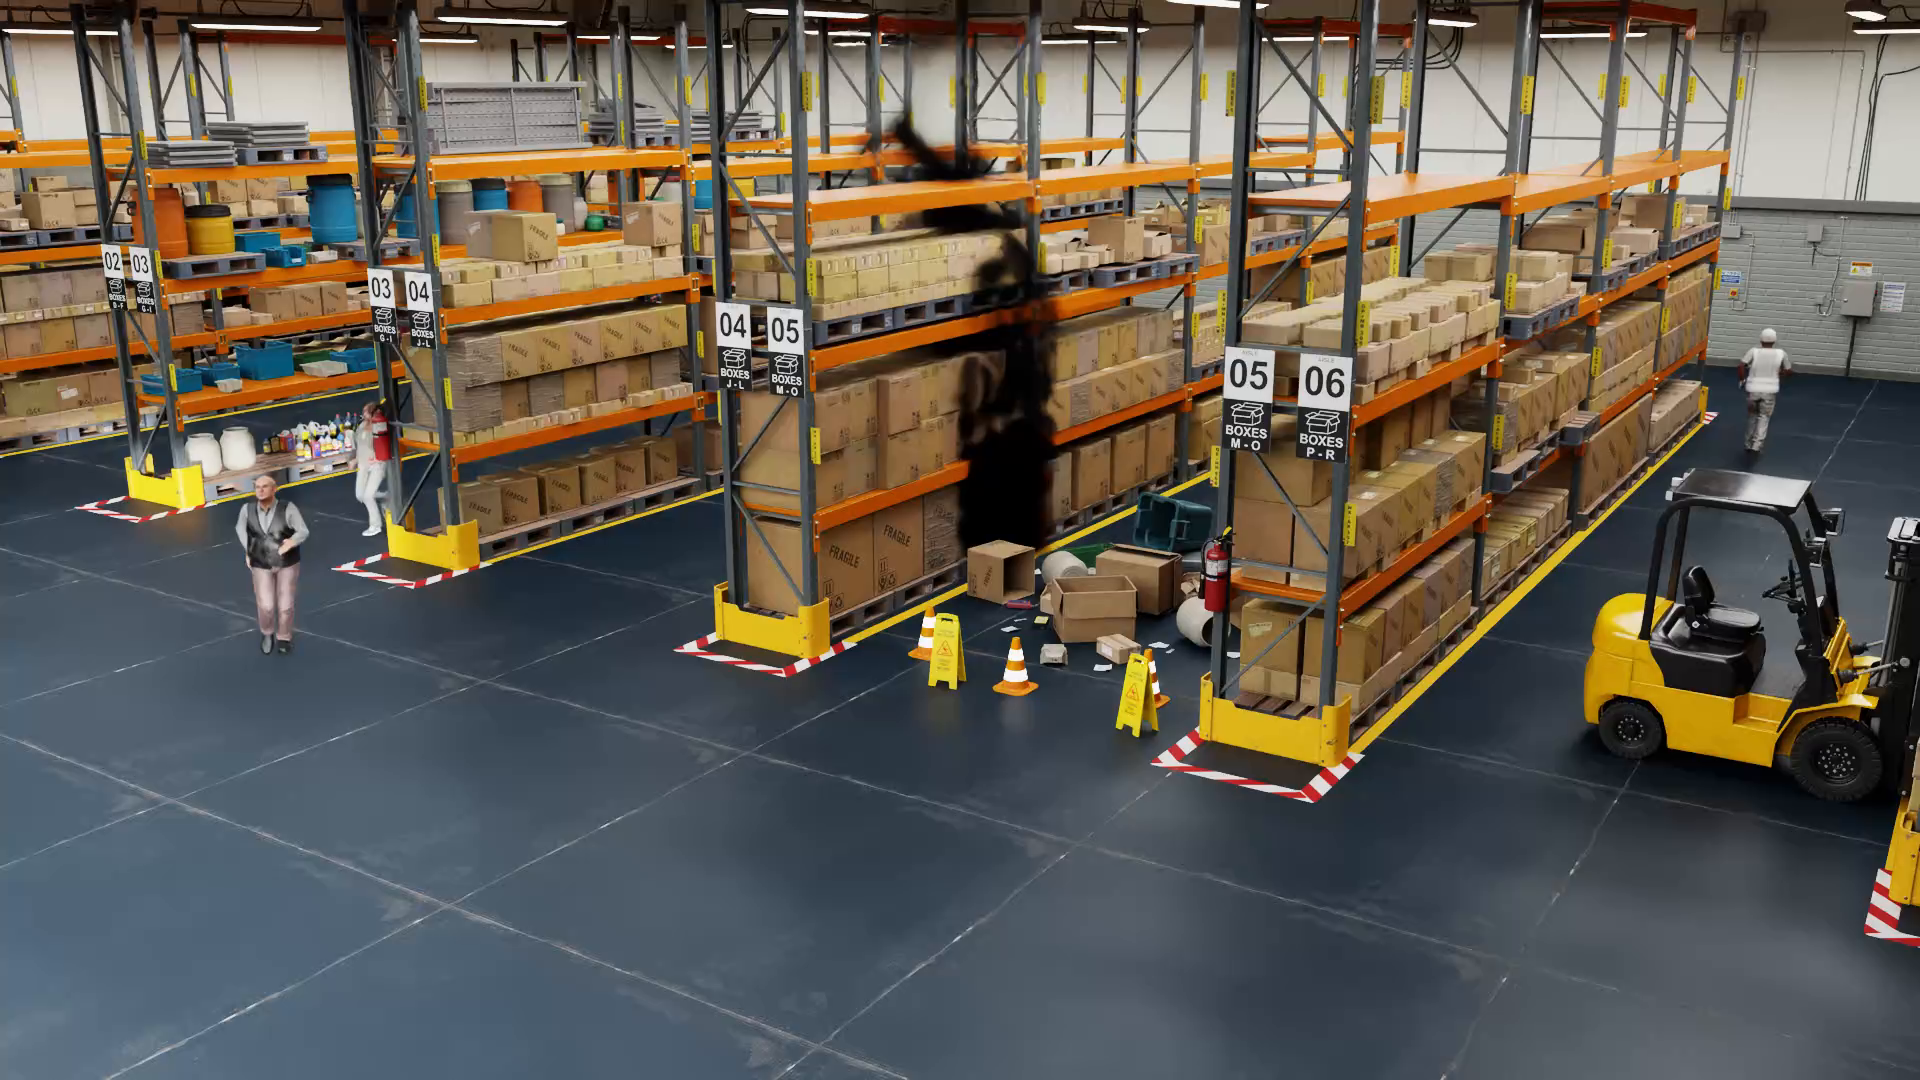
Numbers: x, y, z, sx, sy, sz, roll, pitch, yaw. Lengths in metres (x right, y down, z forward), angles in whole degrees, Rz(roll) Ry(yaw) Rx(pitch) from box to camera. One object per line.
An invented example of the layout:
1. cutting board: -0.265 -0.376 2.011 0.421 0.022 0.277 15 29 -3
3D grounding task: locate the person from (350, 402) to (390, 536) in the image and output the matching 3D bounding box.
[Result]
1. person: -6.811 -0.843 19.363 0.527 1.542 0.555 8 17 25

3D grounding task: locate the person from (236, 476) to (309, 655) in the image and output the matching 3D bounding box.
1. person: -6.236 0.250 15.137 0.639 1.694 0.645 -5 16 -17

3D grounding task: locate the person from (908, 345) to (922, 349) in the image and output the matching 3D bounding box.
1. person: -0.672 -2.079 22.530 0.577 1.679 0.825 8 18 27

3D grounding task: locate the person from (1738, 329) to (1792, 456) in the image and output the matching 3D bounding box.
1. person: 11.209 -2.042 23.207 0.650 1.808 0.894 9 18 30
